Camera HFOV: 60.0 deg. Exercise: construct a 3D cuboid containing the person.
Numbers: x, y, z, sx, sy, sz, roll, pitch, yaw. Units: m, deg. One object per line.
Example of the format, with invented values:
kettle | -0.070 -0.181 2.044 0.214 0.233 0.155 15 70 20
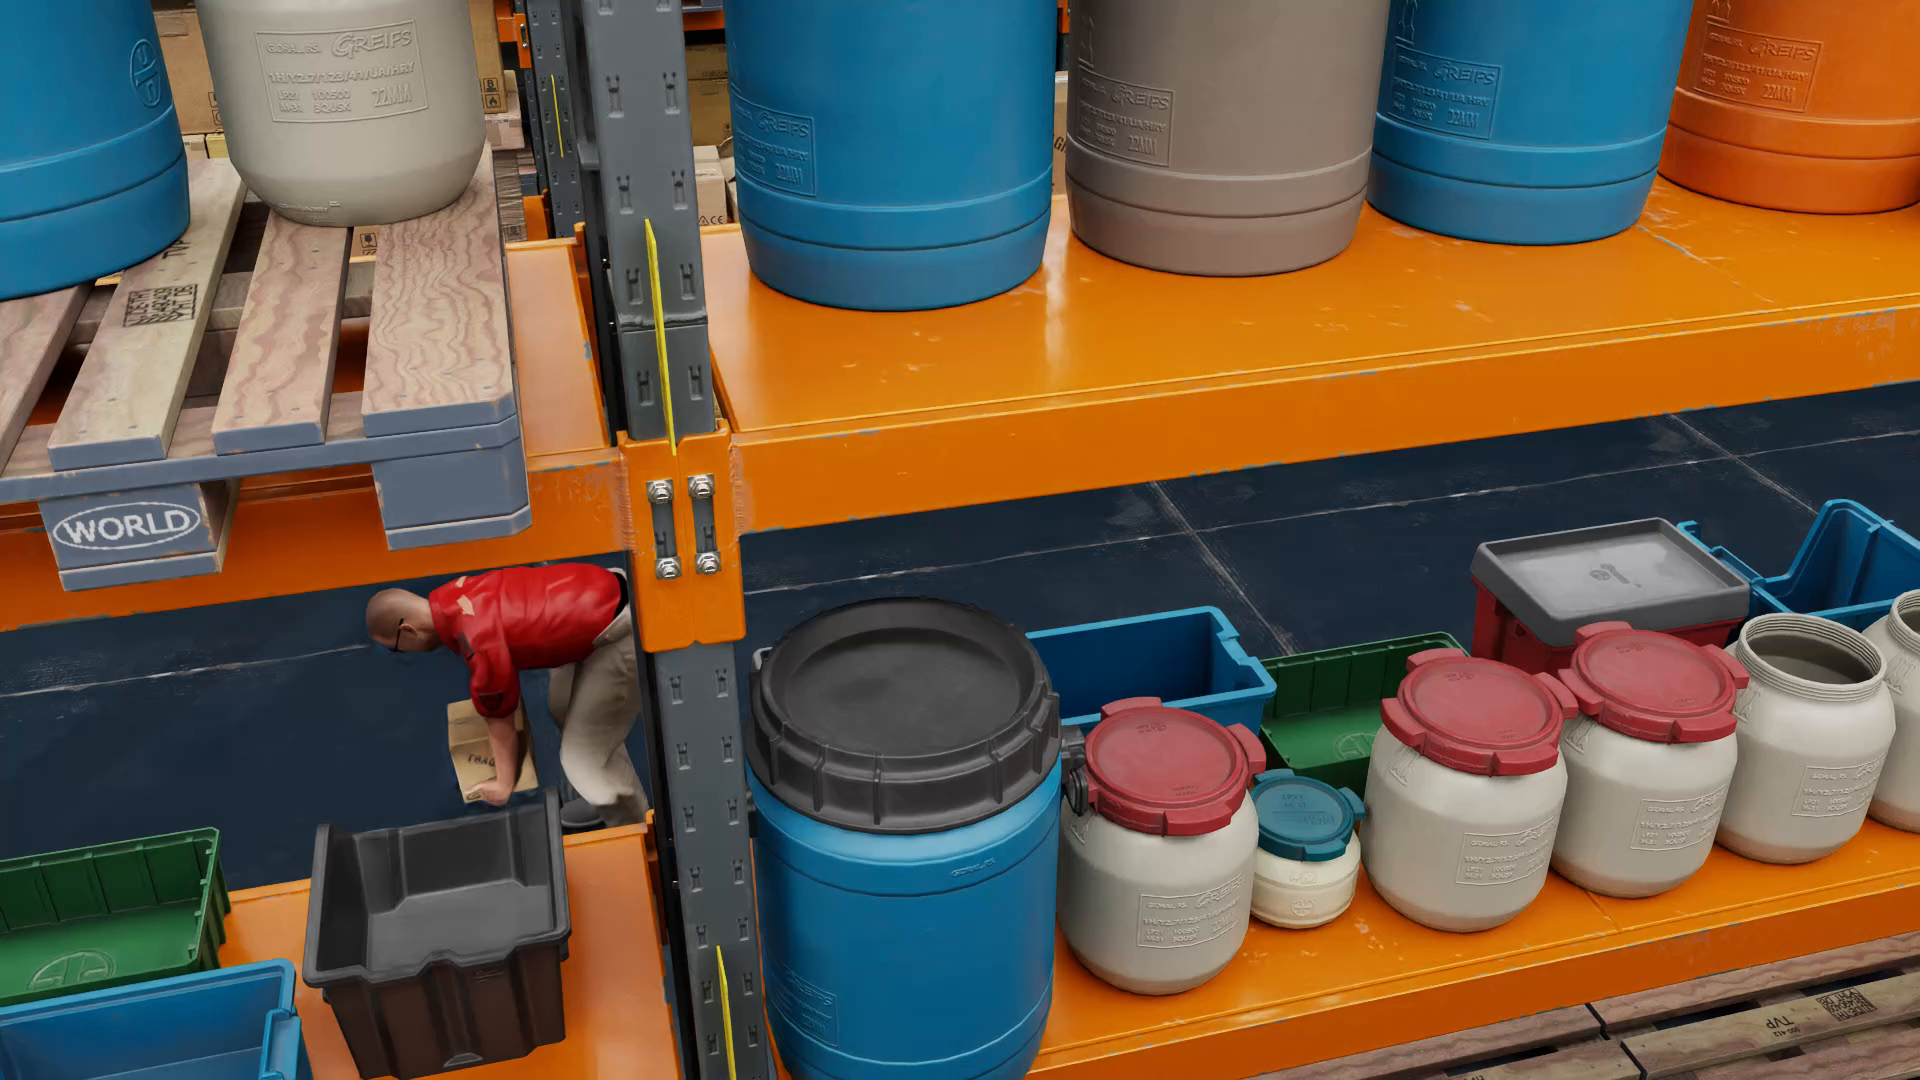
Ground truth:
person | -1.293 0.339 5.573 0.555 1.724 0.488 -8 31 -14
